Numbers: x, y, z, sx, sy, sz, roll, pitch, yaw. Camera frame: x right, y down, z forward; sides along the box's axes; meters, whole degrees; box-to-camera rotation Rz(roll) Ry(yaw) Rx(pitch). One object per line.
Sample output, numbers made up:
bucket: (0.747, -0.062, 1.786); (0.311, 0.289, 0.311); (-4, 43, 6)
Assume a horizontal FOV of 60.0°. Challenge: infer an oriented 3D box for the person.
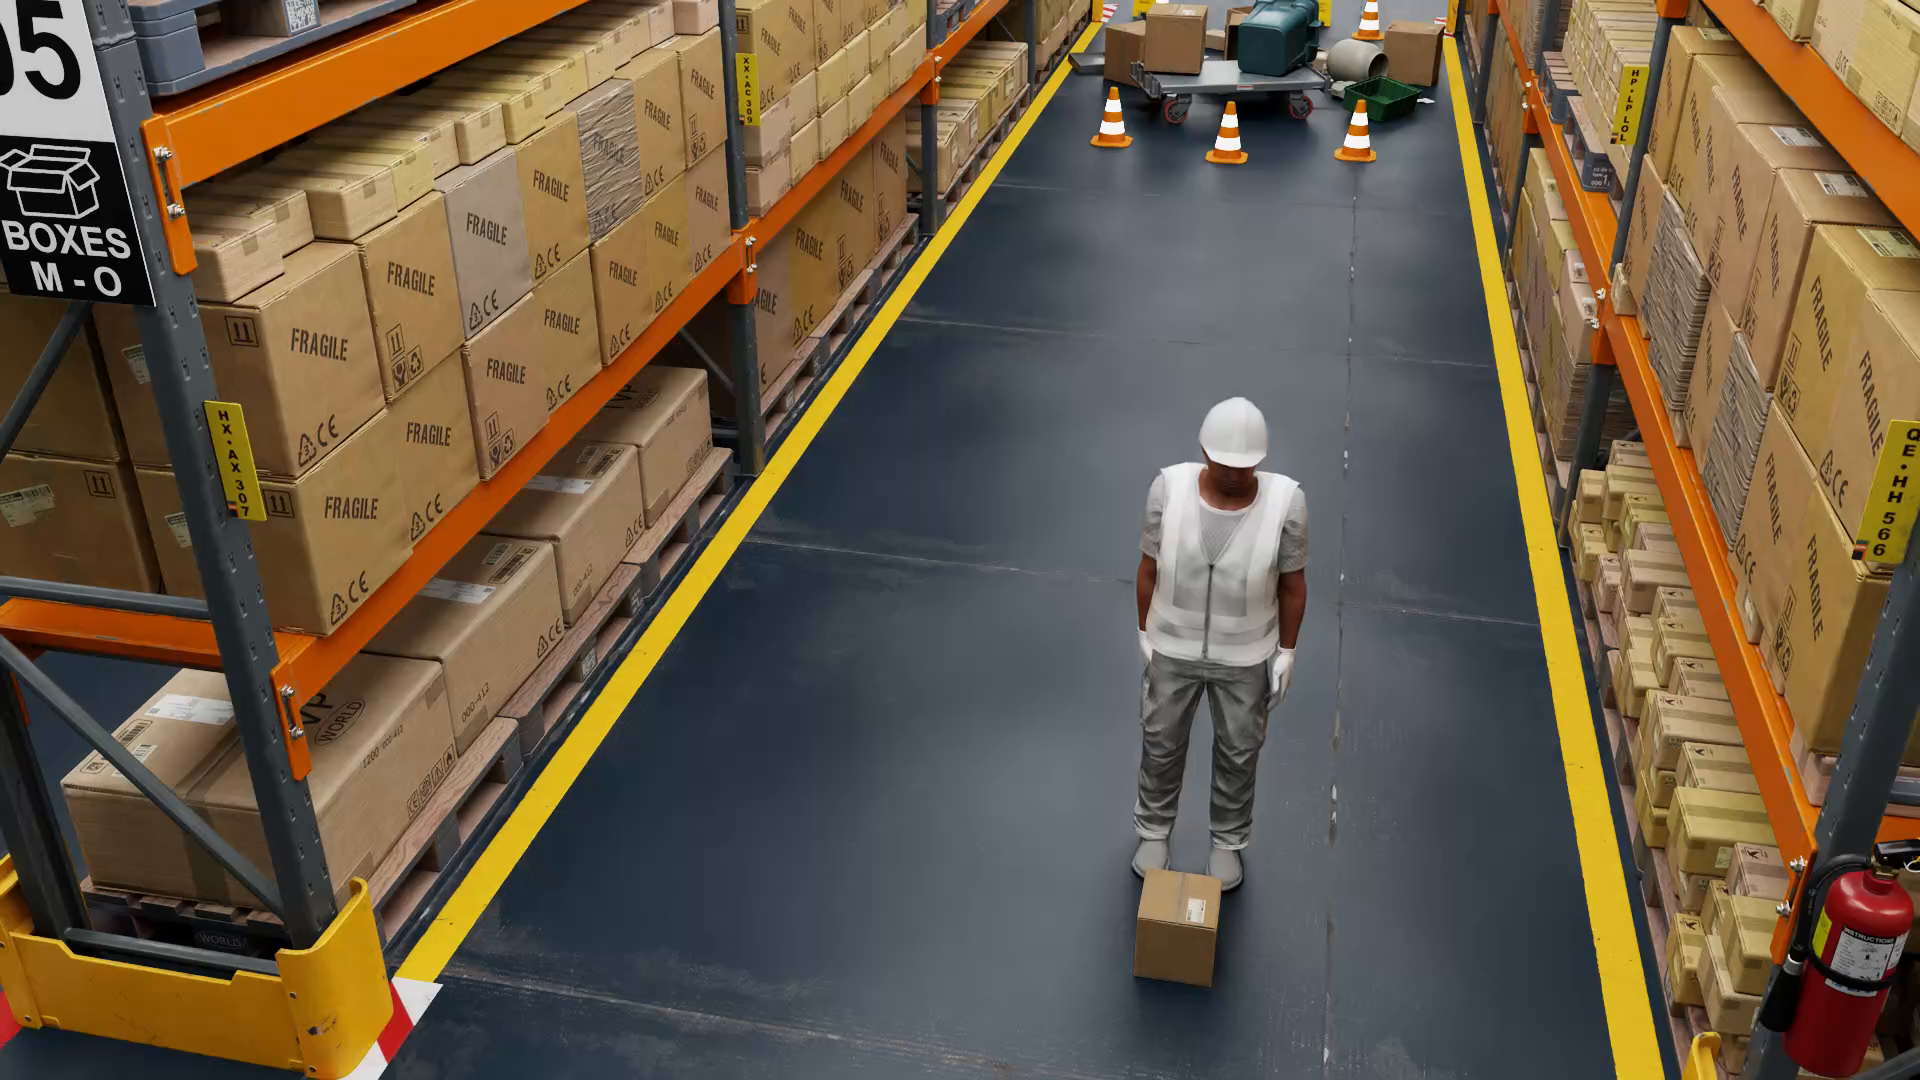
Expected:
person: (0.838, 0.352, 5.462); (0.548, 1.775, 0.359); (6, 29, 12)
